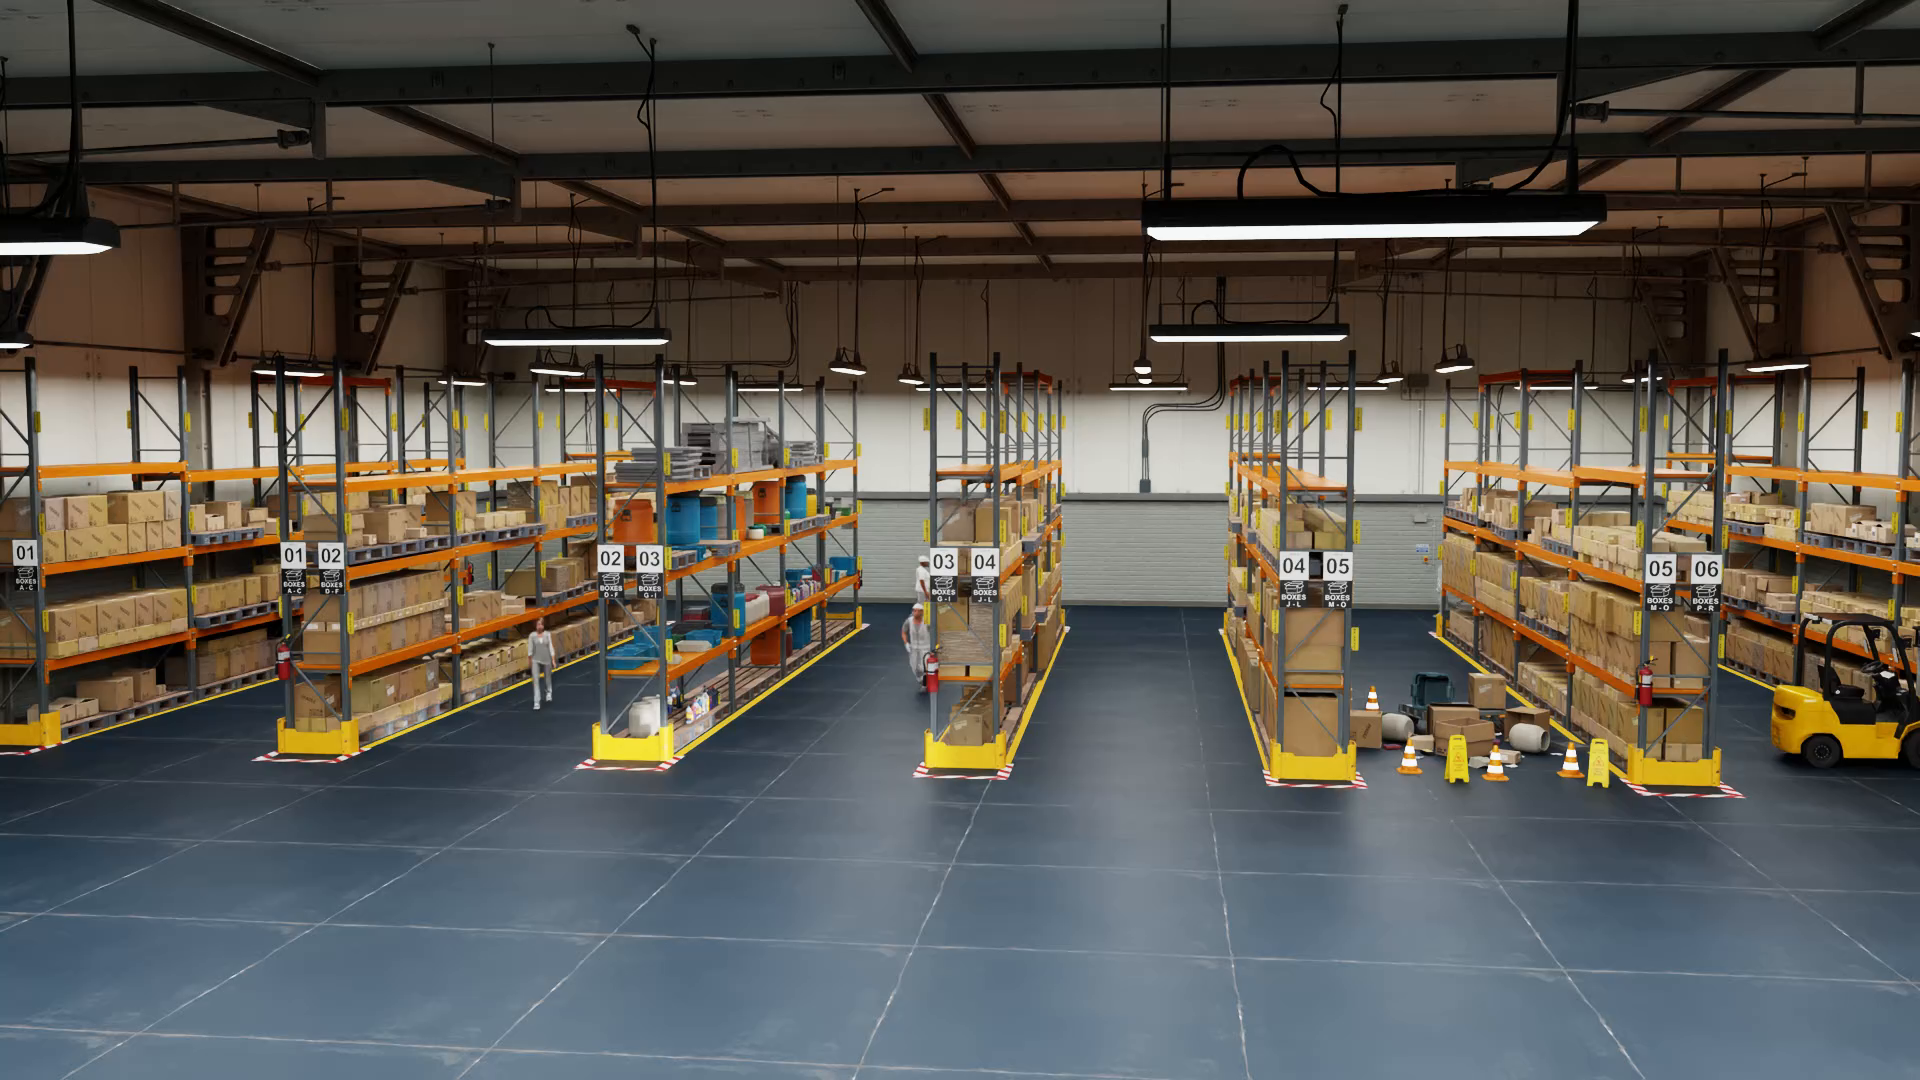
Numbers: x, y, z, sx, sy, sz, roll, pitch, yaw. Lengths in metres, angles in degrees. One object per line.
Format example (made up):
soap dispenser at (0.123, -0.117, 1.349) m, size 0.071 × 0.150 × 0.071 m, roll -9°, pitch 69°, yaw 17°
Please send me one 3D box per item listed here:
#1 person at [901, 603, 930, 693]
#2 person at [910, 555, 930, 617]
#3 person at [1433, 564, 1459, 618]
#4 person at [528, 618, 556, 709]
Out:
person at (-0.736, 1.994, 30.699) m, size 0.673 × 1.689 × 0.613 m, roll 1°, pitch 4°, yaw 16°
person at (-0.951, 1.255, 40.362) m, size 0.692 × 1.762 × 0.606 m, roll 0°, pitch 4°, yaw 0°
person at (12.442, 1.160, 42.493) m, size 0.887 × 1.643 × 0.470 m, roll -1°, pitch 4°, yaw -20°
person at (-7.335, 2.142, 29.186) m, size 0.487 × 1.551 × 0.899 m, roll -1°, pitch 4°, yaw -9°
